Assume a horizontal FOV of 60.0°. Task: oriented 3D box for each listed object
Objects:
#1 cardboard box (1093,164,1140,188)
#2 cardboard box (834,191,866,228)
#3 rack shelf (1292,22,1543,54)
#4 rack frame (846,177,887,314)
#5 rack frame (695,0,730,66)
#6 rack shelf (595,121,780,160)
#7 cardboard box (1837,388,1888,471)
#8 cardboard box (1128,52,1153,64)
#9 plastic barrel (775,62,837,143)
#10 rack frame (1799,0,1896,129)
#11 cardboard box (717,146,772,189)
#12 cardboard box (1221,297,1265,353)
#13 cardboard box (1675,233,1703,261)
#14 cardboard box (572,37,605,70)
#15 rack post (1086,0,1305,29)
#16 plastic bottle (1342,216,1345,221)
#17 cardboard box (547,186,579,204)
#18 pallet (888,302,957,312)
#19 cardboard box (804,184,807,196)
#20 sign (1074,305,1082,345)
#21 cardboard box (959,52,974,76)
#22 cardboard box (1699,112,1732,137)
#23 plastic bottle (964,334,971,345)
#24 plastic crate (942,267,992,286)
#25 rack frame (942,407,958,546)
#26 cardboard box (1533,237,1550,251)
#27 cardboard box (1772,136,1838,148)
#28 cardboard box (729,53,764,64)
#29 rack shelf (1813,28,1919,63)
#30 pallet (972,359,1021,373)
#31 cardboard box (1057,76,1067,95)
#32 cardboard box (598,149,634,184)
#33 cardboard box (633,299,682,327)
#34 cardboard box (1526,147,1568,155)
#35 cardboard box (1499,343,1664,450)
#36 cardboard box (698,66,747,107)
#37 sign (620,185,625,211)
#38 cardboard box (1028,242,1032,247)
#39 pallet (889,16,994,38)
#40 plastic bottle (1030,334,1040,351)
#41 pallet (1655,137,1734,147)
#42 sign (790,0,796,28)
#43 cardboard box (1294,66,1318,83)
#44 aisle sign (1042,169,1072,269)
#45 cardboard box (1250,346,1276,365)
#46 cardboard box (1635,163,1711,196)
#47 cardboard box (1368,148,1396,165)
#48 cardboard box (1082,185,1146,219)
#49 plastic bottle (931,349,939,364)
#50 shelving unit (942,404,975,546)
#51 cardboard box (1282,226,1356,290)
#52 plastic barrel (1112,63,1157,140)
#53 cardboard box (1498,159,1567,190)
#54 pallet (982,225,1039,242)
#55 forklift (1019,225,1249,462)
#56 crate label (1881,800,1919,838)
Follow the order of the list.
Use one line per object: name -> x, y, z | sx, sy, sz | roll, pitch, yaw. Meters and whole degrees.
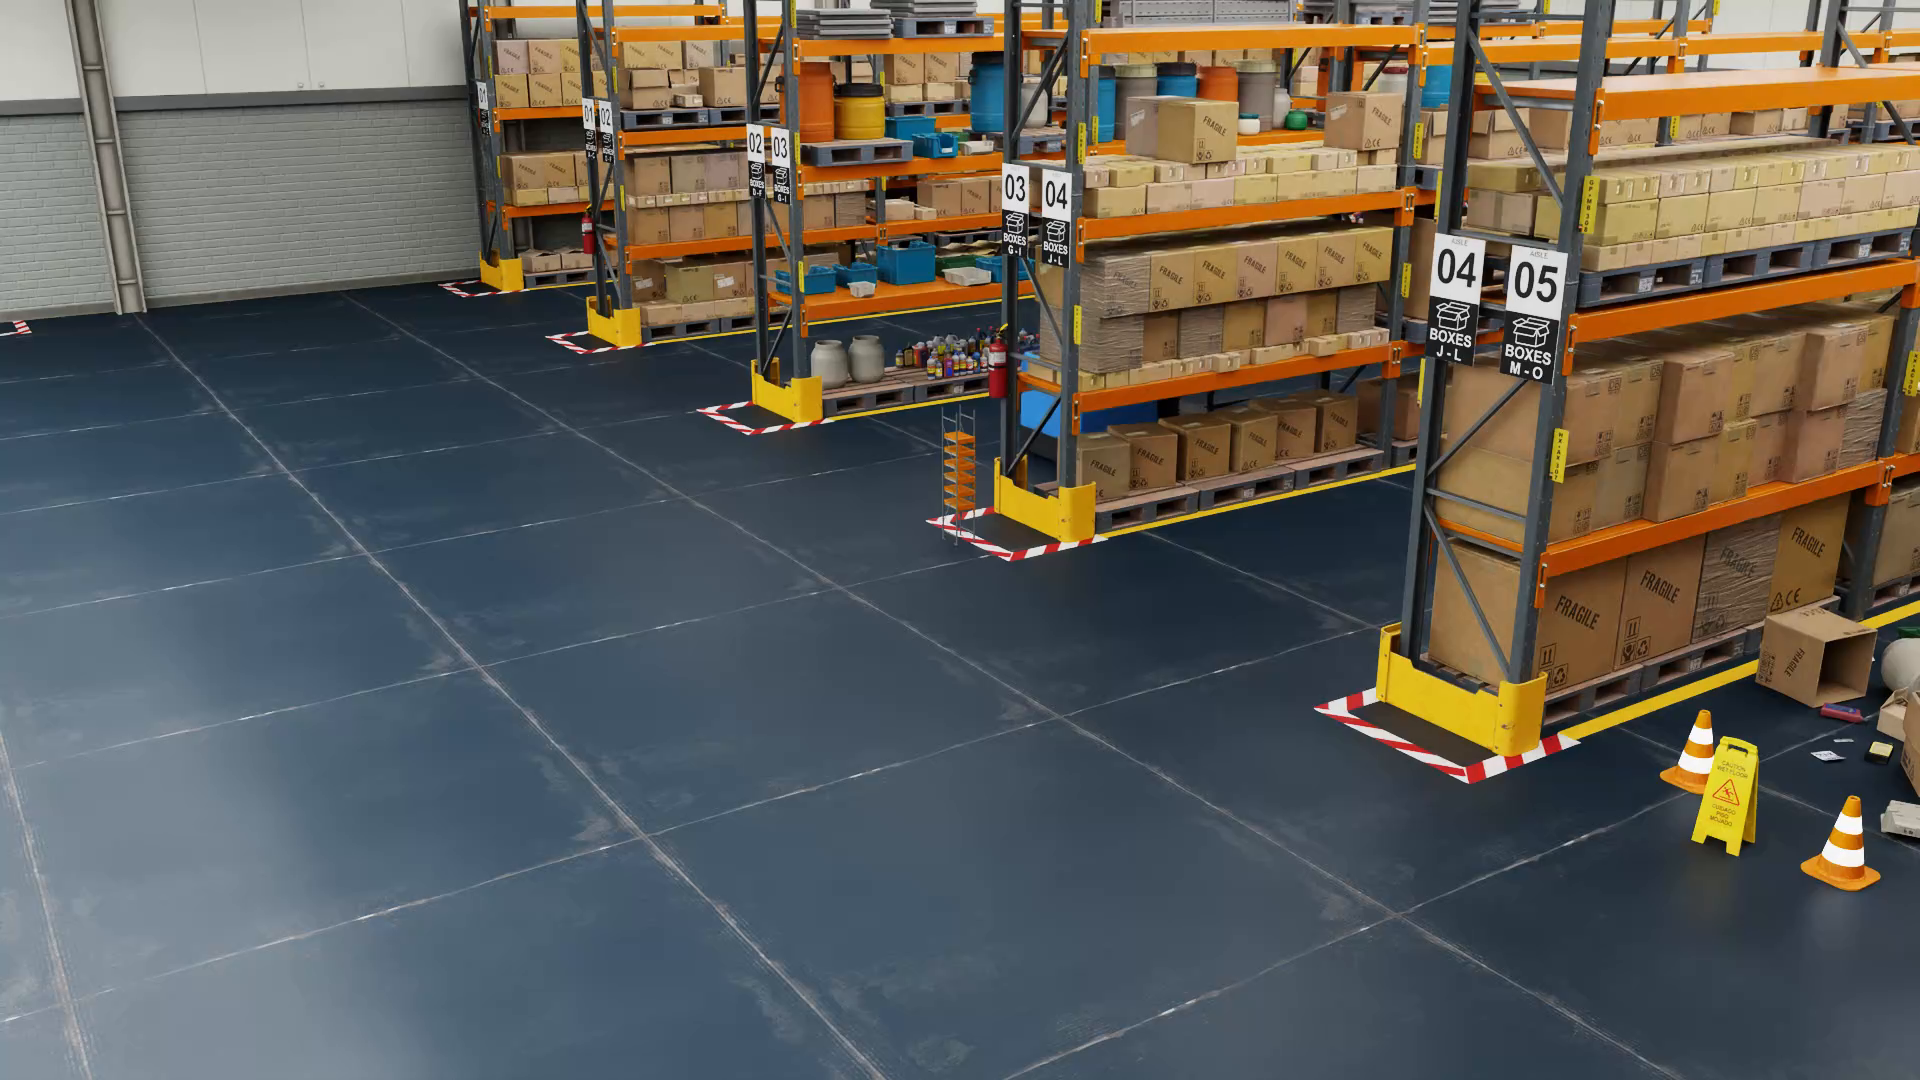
cardboard box -> 1.323, -3.105, 14.174 | 0.250, 0.149, 0.380 | -11, 22, -30
cardboard box -> -1.775, -4.882, 24.347 | 0.500, 0.500, 0.700 | -13, 22, -33
rack shelf -> 6.324, -6.958, 23.022 | 4.000, 0.370, 1.077 | -12, 22, -31
rack frame -> -1.408, -4.915, 24.599 | 0.127, 3.000, 1.000 | -12, 22, -31
rack frame -> -4.136, -9.081, 27.555 | 0.127, 3.000, 1.000 | -12, 22, -31
rack shelf -> -3.078, -5.643, 23.192 | 4.000, 0.370, 1.077 | -12, 22, -31
cardboard box -> 6.379, -0.923, 12.556 | 0.550, 0.550, 0.875 | -12, 22, -31
cardboard box -> 2.726, -7.726, 26.514 | 0.500, 0.500, 0.500 | -12, 22, -31
plastic barrel -> -1.692, -4.828, 18.331 | 0.708, 0.830, 0.600 | -12, 22, -31
rack frame -> 10.719, -6.515, 19.966 | 0.127, 3.000, 1.000 | -12, 22, -31
cardboard box -> -3.033, -5.232, 23.354 | 0.500, 0.500, 0.700 | -12, 22, -31
cardboard box -> 2.388, -2.119, 15.709 | 0.500, 0.500, 0.875 | -12, 22, -31
cardboard box -> 4.436, -1.872, 10.496 | 0.250, 0.149, 0.380 | -12, 22, -31
cardboard box -> -5.962, -7.898, 26.992 | 0.500, 0.500, 0.500 | -12, 22, -31
rack post -> 2.910, -6.896, 20.779 | 3.121, 1.000, 1.013 | -12, 22, -31
plastic bottle -> 5.463, -4.527, 23.761 | 0.097, 0.201, 0.097 | 0, 19, 0
cardboard box -> -6.468, -5.569, 26.738 | 0.500, 0.250, 0.500 | -13, 22, -33
pallet -> -0.814, -3.734, 25.460 | 1.213, 0.211, 1.003 | -12, 22, -31
cardboard box -> -2.368, -4.985, 23.639 | 0.250, 0.149, 0.380 | -12, 22, -32
sign -> 0.995, -1.825, 14.107 | 0.005, 0.325, 0.100 | -12, 22, -31
cardboard box -> -0.008, -8.829, 30.649 | 0.500, 0.500, 0.700 | -13, 23, -34
cardboard box -> 8.520, -4.939, 19.174 | 0.500, 0.500, 0.500 | -11, 21, -29
plastic bottle -> 0.092, -2.428, 20.799 | 0.133, 0.283, 0.061 | -11, 21, -29
plastic crate -> 0.096, -3.111, 19.674 | 0.437, 0.136, 0.530 | -12, 22, -31
rack frame -> -0.089, -0.550, 14.497 | 0.006, 1.200, 0.240 | -12, 22, -31
cardboard box -> 3.642, -1.957, 10.747 | 0.250, 0.149, 0.380 | -12, 22, -31
cardboard box -> 6.190, -2.873, 12.210 | 0.250, 0.149, 0.380 | -12, 22, -31
cardboard box -> -3.635, -7.981, 28.174 | 0.500, 0.500, 0.500 | -9, 20, -24
rack shelf -> 12.389, -6.337, 21.188 | 4.000, 0.370, 1.077 | -12, 22, -31
pallet -> 0.729, -2.161, 20.807 | 1.213, 0.211, 1.003 | -12, 22, -31
cardboard box -> 1.585, -7.073, 25.878 | 0.500, 0.250, 0.500 | -14, 23, -35
cardboard box -> -5.635, -6.100, 27.136 | 0.500, 0.500, 0.500 | -11, 22, -30
cardboard box -> -4.179, -3.142, 22.991 | 0.500, 0.250, 0.500 | -12, 22, -31
cardboard box -> 6.288, -3.991, 17.416 | 0.500, 0.250, 0.500 | -11, 22, -30
cardboard box -> 4.080, -0.974, 11.023 | 0.550, 0.550, 0.875 | -12, 22, -31
cardboard box -> -3.211, -6.163, 22.578 | 0.500, 0.500, 0.500 | -12, 22, -31
sign -> -4.449, -4.508, 21.921 | 0.005, 0.325, 0.100 | -12, 22, -31
cardboard box -> 1.200, -4.530, 26.222 | 0.500, 0.311, 0.500 | -12, 22, -32
pallet -> -0.380, -5.783, 18.720 | 1.213, 0.211, 1.003 | -12, 22, -31
plastic bottle -> 0.934, -2.352, 20.468 | 0.185, 0.351, 0.144 | -13, 22, -33
pallet -> 7.886, -4.428, 18.770 | 1.003, 0.211, 1.213 | -11, 21, -29
sign -> -1.729, -5.480, 17.229 | 0.005, 0.325, 0.100 | -12, 22, -31
cardboard box -> 5.816, -7.930, 28.287 | 0.500, 0.250, 0.500 | -12, 22, -31
aisle sign -> 0.810, -2.700, 13.989 | 0.004, 0.787, 0.394 | -12, 22, -31
cardboard box -> 2.758, -1.769, 15.685 | 0.250, 0.149, 0.380 | -12, 22, -31
cardboard box -> 4.429, -2.248, 10.364 | 0.250, 0.149, 0.380 | -12, 22, -31
cardboard box -> 3.925, -3.669, 15.841 | 0.250, 0.149, 0.380 | -11, 22, -30
cardboard box -> 1.241, -2.925, 14.265 | 0.500, 0.250, 0.500 | -11, 22, -30
plastic bottle -> -0.309, -2.240, 20.368 | 0.097, 0.201, 0.097 | 0, 19, 0
shelving unit -> -0.012, -0.566, 14.545 | 0.189, 1.200, 0.258 | -12, 22, -31
cardboard box -> 3.396, -2.685, 15.822 | 0.500, 0.500, 0.500 | -12, 22, -31
plastic barrel -> 2.165, -5.510, 20.895 | 0.600, 0.901, 0.600 | 0, 19, 0
cardboard box -> 3.644, -2.335, 10.620 | 0.250, 0.149, 0.380 | -12, 22, -31
pallet -> 0.923, -5.955, 32.030 | 1.213, 0.211, 1.003 | -12, 22, -31
forklift -> 2.134, -2.435, 17.371 | 3.031, 2.935, 1.130 | -12, 22, -31
crate label -> 5.524, 1.634, 9.697 | 0.250, 0.136, 0.298 | 9, 21, 25
